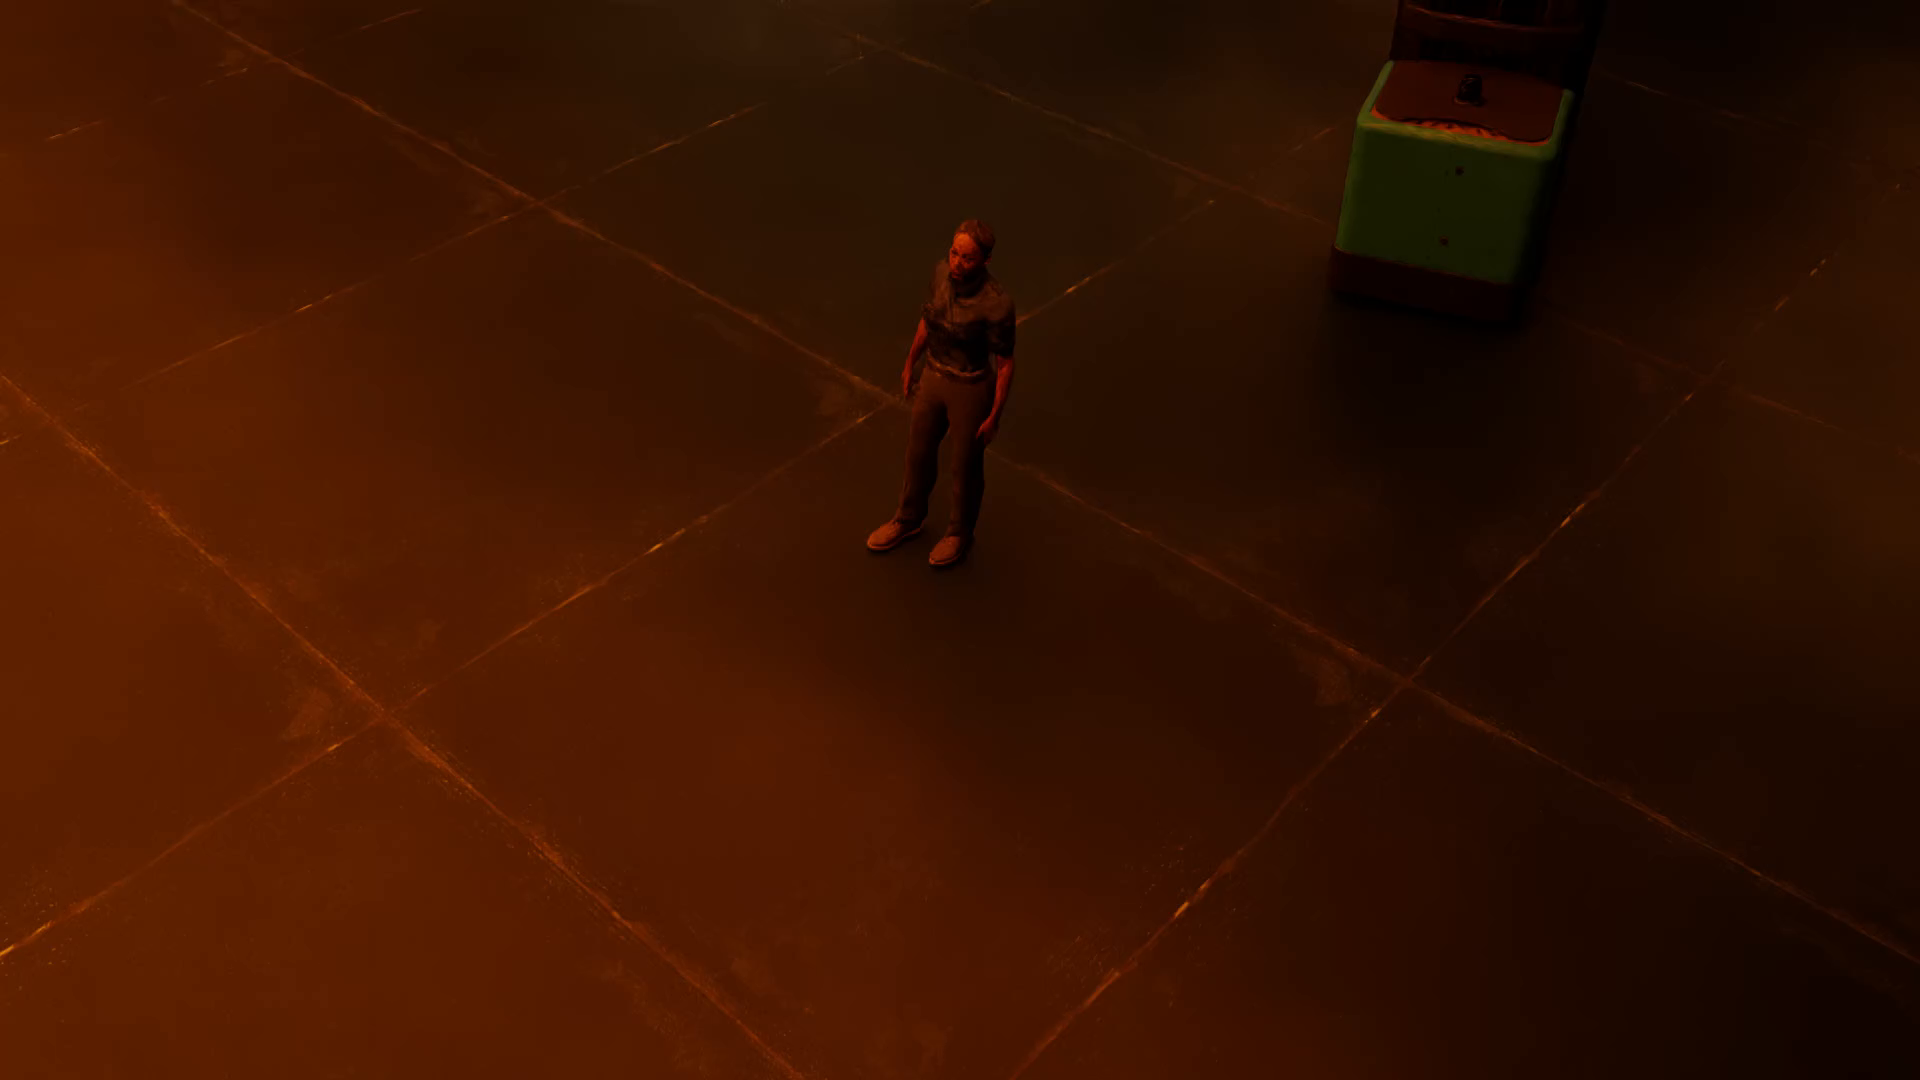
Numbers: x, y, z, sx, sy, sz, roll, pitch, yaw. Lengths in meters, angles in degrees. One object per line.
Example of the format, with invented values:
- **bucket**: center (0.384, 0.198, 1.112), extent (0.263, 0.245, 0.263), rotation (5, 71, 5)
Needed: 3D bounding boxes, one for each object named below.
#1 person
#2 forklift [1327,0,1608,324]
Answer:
- **person**: center (-0.074, -0.600, 7.097), extent (0.570, 1.654, 0.503), rotation (31, 49, 31)
- **forklift**: center (3.071, -3.238, 9.202), extent (1.130, 2.935, 3.031), rotation (15, 43, 17)
